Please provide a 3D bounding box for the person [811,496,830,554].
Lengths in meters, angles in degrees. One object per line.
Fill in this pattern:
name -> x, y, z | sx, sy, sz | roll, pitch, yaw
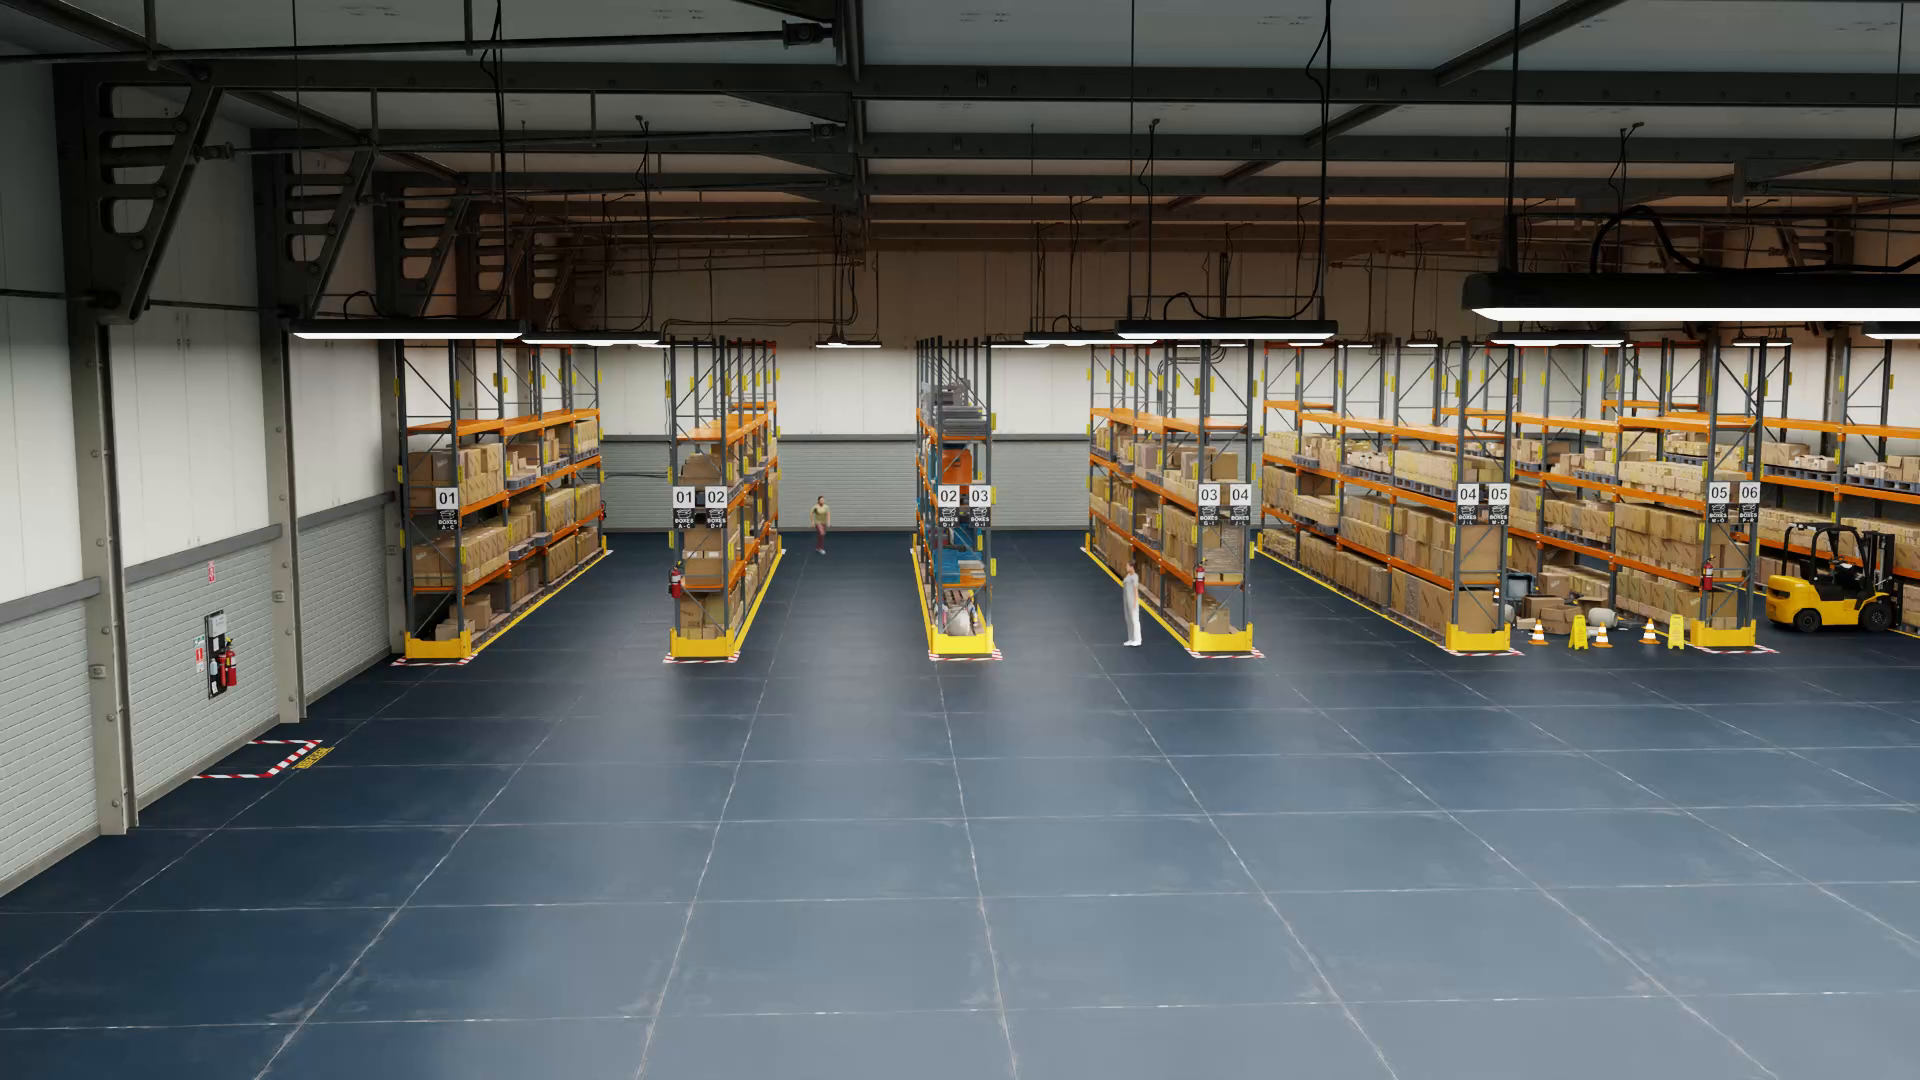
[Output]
person -> -3.971, -0.437, 47.287 | 0.521, 1.660, 0.701 | -4, 8, -30

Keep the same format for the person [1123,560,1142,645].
person -> 3.355, 1.233, 32.356 | 0.374, 1.709, 0.535 | -2, 7, -16
